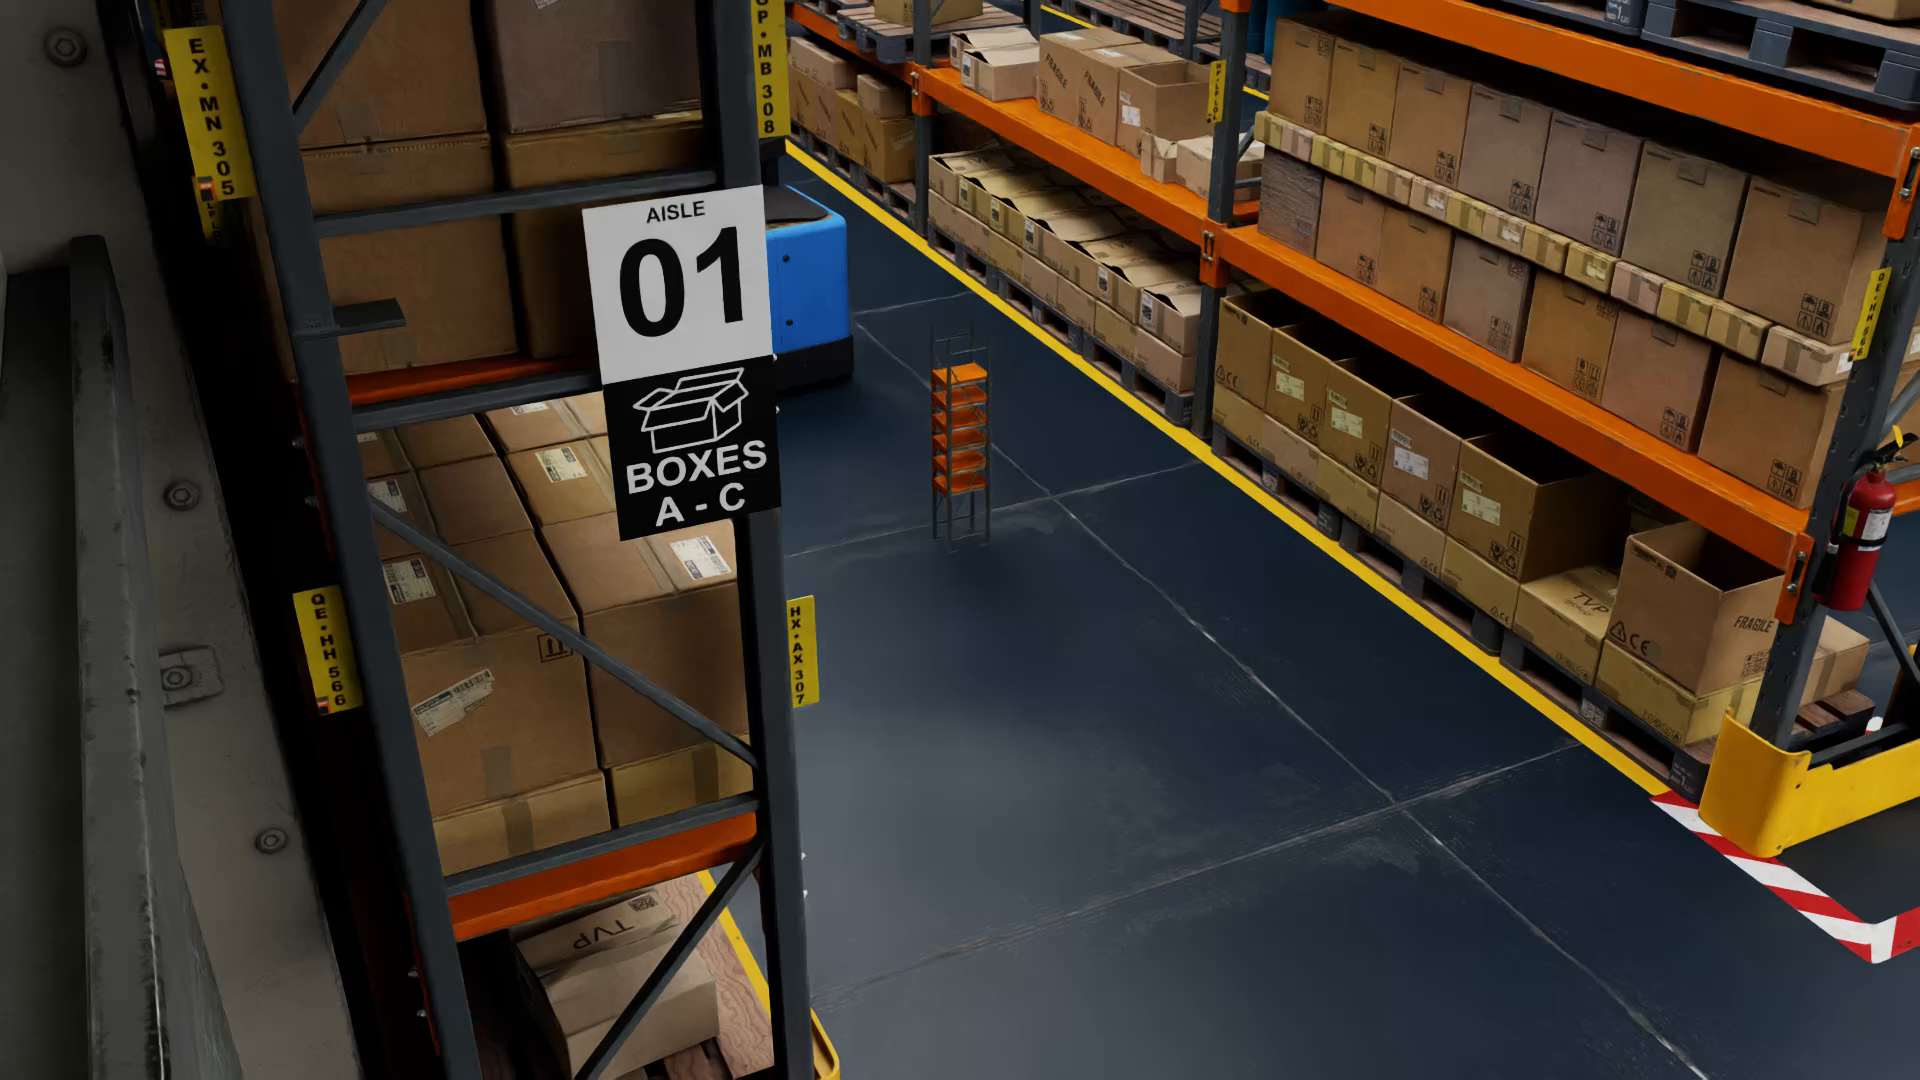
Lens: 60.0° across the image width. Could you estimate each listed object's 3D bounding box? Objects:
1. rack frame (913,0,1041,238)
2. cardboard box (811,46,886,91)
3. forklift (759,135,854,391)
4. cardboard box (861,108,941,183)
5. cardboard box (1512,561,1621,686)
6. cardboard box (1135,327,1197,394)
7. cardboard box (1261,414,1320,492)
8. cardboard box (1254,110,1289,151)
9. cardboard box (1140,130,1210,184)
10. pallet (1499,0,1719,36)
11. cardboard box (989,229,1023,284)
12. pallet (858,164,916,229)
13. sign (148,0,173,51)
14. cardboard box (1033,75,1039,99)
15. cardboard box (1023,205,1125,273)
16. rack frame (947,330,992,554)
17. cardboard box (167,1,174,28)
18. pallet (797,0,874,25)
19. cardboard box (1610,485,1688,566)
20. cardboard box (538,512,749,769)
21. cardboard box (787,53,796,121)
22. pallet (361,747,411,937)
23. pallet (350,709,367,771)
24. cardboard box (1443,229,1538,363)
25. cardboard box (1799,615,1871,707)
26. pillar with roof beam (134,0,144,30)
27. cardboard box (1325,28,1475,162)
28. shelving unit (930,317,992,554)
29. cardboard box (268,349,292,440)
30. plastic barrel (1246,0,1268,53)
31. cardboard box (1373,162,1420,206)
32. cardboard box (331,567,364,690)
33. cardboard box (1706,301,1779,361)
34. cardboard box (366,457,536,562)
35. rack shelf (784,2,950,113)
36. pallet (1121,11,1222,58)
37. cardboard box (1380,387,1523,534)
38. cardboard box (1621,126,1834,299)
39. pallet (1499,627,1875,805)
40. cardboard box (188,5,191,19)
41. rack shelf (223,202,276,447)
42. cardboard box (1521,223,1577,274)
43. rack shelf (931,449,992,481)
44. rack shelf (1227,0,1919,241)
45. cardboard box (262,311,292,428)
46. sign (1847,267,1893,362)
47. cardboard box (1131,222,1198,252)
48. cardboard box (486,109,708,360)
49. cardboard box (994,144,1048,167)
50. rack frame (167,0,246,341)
[{"bbox_3d":[0.132,-3.792,12.446,1.000,3.000,0.127,-13,32,-22],"label":"rack frame"},{"bbox_3d":[-0.952,-4.060,14.262,0.500,0.250,0.500,-14,32,-23],"label":"cardboard box"},{"bbox_3d":[-1.866,-2.779,10.709,1.130,2.935,3.031,-17,33,-27],"label":"forklift"},{"bbox_3d":[-0.481,-3.258,13.598,0.500,0.500,0.500,-12,31,-20],"label":"cardboard box"},{"bbox_3d":[2.844,0.365,7.415,0.500,0.250,0.500,-13,32,-22],"label":"cardboard box"},{"bbox_3d":[1.409,-1.131,10.083,0.500,0.250,0.500,-13,32,-22],"label":"cardboard box"},{"bbox_3d":[1.985,-0.519,8.990,0.500,0.250,0.500,-13,32,-22],"label":"cardboard box"},{"bbox_3d":[1.790,-2.192,8.827,0.380,0.149,0.250,-13,32,-22],"label":"cardboard box"},{"bbox_3d":[1.306,-2.316,9.951,0.396,0.266,0.258,-14,32,-23],"label":"cardboard box"},{"bbox_3d":[2.759,-2.385,6.961,1.003,0.211,1.213,-13,32,-22],"label":"pallet"},{"bbox_3d":[0.537,-2.033,11.690,0.500,0.250,0.500,-14,32,-23],"label":"cardboard box"},{"bbox_3d":[-0.154,-2.914,13.730,1.003,0.211,1.213,-13,32,-22],"label":"pallet"},{"bbox_3d":[-4.840,-3.137,10.094,0.100,0.325,0.005,-13,32,-22],"label":"sign"},{"bbox_3d":[0.730,-3.131,11.524,0.380,0.149,0.250,-11,31,-18],"label":"cardboard box"},{"bbox_3d":[0.763,-2.045,11.138,0.500,0.311,0.500,-13,32,-23],"label":"cardboard box"},{"bbox_3d":[0.046,-0.477,8.373,0.240,1.200,0.006,-13,32,-22],"label":"rack frame"},{"bbox_3d":[-4.769,-3.405,10.563,0.500,0.250,0.500,-12,31,-21],"label":"cardboard box"},{"bbox_3d":[-0.707,-4.566,14.023,1.003,0.211,1.213,-13,32,-22],"label":"pallet"},{"bbox_3d":[3.321,-0.073,7.429,0.500,0.500,0.500,-13,32,-22],"label":"cardboard box"},{"bbox_3d":[-0.839,0.239,4.623,0.500,0.500,0.500,-13,32,-22],"label":"cardboard box"},{"bbox_3d":[-1.359,-4.163,15.212,0.500,0.500,0.500,-13,32,-21],"label":"cardboard box"},{"bbox_3d":[-1.775,1.062,6.641,1.003,0.211,1.213,-13,32,-22],"label":"pallet"},{"bbox_3d":[-2.303,0.522,7.603,1.003,0.211,1.213,-13,32,-22],"label":"pallet"},{"bbox_3d":[2.711,-1.194,7.710,0.700,0.500,0.500,-12,31,-21],"label":"cardboard box"},{"bbox_3d":[3.537,0.474,7.219,0.500,0.250,0.500,-13,32,-22],"label":"cardboard box"},{"bbox_3d":[-5.827,-10.816,18.838,9.100,9.000,0.400,-13,32,-22],"label":"pillar with roof beam"},{"bbox_3d":[2.264,-2.217,8.208,0.700,0.500,0.500,-13,32,-22],"label":"cardboard box"},{"bbox_3d":[0.006,-0.517,8.445,0.258,1.200,0.189,-13,32,-22],"label":"shelving unit"},{"bbox_3d":[-2.615,-0.674,7.018,0.500,0.250,0.500,-13,32,-21],"label":"cardboard box"},{"bbox_3d":[3.108,-5.621,17.424,0.600,0.901,0.708,-13,32,-22],"label":"plastic barrel"},{"bbox_3d":[2.229,-1.741,8.023,0.380,0.149,0.250,-14,32,-24],"label":"cardboard box"},{"bbox_3d":[-1.734,0.226,5.413,0.500,0.250,0.500,-13,32,-22],"label":"cardboard box"},{"bbox_3d":[3.117,-0.829,6.396,0.380,0.149,0.250,-12,32,-21],"label":"cardboard box"},{"bbox_3d":[-1.507,0.125,4.826,0.500,0.500,0.500,-13,32,-21],"label":"cardboard box"},{"bbox_3d":[-0.727,-4.362,14.197,1.077,0.370,4.000,-13,32,-22],"label":"rack shelf"},{"bbox_3d":[2.539,-5.698,18.695,1.003,0.211,1.213,-13,32,-22],"label":"pallet"},{"bbox_3d":[2.411,-0.403,8.018,0.500,0.500,0.500,-13,32,-22],"label":"cardboard box"},{"bbox_3d":[3.124,-1.331,6.628,0.700,0.500,0.500,-14,32,-23],"label":"cardboard box"},{"bbox_3d":[3.200,0.629,7.412,1.003,0.211,1.213,-13,32,-22],"label":"pallet"},{"bbox_3d":[-1.986,-1.395,4.982,0.500,0.500,0.500,-11,31,-19],"label":"cardboard box"},{"bbox_3d":[-3.482,-1.553,9.188,1.077,0.370,4.000,-13,32,-22],"label":"rack shelf"},{"bbox_3d":[2.673,-1.285,7.210,0.380,0.149,0.250,-12,32,-21],"label":"cardboard box"},{"bbox_3d":[0.006,-0.374,8.526,0.258,0.103,0.180,-13,32,-22],"label":"rack shelf"},{"bbox_3d":[2.708,-2.136,7.161,1.077,0.370,4.000,-13,32,-22],"label":"rack shelf"},{"bbox_3d":[-2.391,-0.773,6.428,0.500,0.500,0.500,-13,32,-22],"label":"cardboard box"},{"bbox_3d":[3.070,-0.759,5.610,0.100,0.325,0.005,-13,32,-22],"label":"sign"},{"bbox_3d":[1.463,-1.939,10.950,0.500,0.311,0.500,-14,32,-24],"label":"cardboard box"},{"bbox_3d":[-0.824,-0.777,3.880,0.500,0.500,0.500,-12,32,-21],"label":"cardboard box"},{"bbox_3d":[0.579,-2.841,12.558,0.500,0.311,0.500,-12,32,-21],"label":"cardboard box"},{"bbox_3d":[-4.340,-2.750,10.588,1.000,3.000,0.127,-13,32,-22],"label":"rack frame"}]
